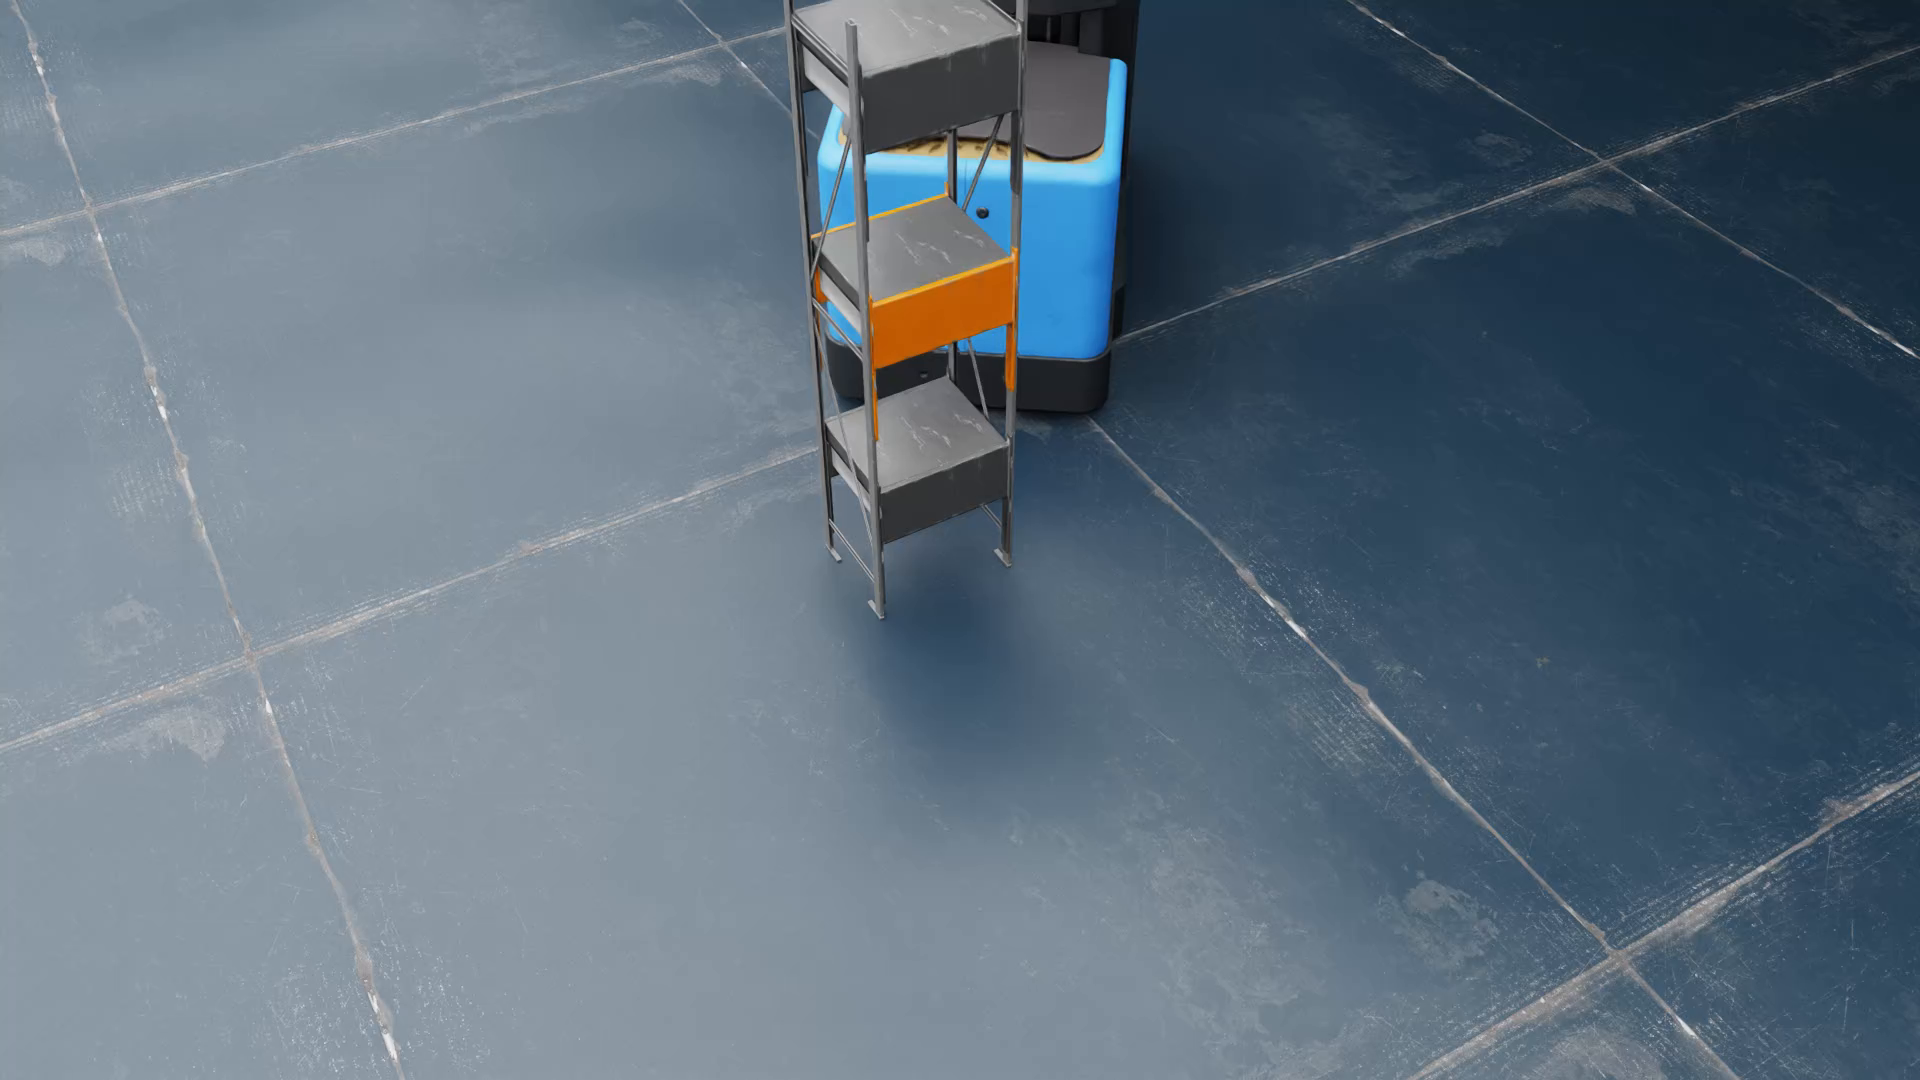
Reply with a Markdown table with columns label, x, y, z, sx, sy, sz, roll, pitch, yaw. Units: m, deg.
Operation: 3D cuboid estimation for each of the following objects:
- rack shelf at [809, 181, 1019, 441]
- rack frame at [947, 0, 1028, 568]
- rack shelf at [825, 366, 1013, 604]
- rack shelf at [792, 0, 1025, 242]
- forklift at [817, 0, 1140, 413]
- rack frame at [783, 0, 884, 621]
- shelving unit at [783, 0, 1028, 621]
| label | x | y | z | sx | sy | sz | roll | pitch | yaw |
| --- | --- | --- | --- | --- | --- | --- | --- | --- | --- |
| rack shelf | -0.144 | -0.686 | 4.969 | 0.480 | 0.518 | 0.431 | -22 | 48 | -21 |
| rack frame | 0.068 | -0.781 | 5.047 | 0.015 | 2.100 | 0.400 | -22 | 48 | -21 |
| rack shelf | -0.144 | -0.184 | 5.457 | 0.480 | 0.518 | 0.431 | -22 | 48 | -21 |
| rack shelf | -0.144 | -1.189 | 4.482 | 0.480 | 0.518 | 0.431 | -22 | 48 | -21 |
| forklift | 0.172 | -2.548 | 6.271 | 1.130 | 2.935 | 3.031 | 4 | 44 | 4 |
| rack frame | -0.355 | -0.611 | 4.872 | 0.015 | 2.100 | 0.400 | -22 | 48 | -21 |
| shelving unit | -0.144 | -0.696 | 4.960 | 0.503 | 2.100 | 0.431 | -22 | 48 | -21 |
